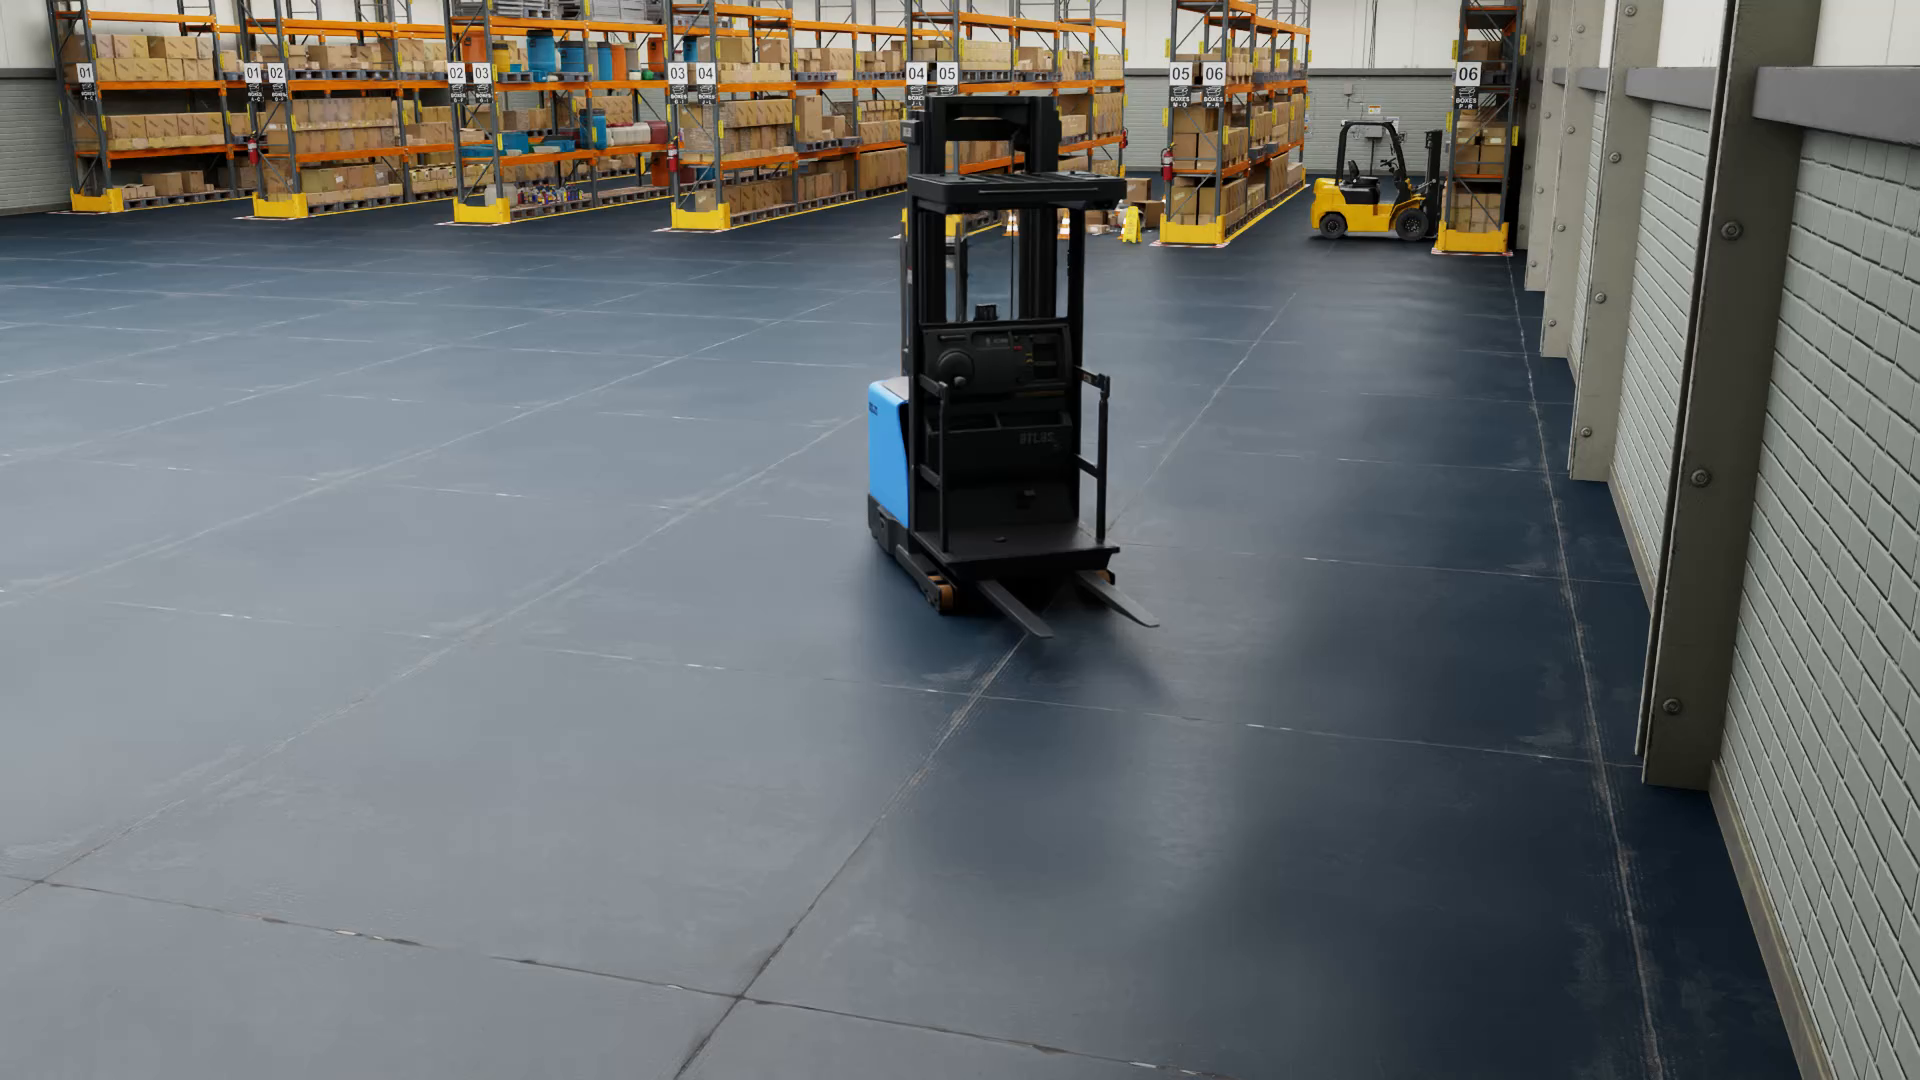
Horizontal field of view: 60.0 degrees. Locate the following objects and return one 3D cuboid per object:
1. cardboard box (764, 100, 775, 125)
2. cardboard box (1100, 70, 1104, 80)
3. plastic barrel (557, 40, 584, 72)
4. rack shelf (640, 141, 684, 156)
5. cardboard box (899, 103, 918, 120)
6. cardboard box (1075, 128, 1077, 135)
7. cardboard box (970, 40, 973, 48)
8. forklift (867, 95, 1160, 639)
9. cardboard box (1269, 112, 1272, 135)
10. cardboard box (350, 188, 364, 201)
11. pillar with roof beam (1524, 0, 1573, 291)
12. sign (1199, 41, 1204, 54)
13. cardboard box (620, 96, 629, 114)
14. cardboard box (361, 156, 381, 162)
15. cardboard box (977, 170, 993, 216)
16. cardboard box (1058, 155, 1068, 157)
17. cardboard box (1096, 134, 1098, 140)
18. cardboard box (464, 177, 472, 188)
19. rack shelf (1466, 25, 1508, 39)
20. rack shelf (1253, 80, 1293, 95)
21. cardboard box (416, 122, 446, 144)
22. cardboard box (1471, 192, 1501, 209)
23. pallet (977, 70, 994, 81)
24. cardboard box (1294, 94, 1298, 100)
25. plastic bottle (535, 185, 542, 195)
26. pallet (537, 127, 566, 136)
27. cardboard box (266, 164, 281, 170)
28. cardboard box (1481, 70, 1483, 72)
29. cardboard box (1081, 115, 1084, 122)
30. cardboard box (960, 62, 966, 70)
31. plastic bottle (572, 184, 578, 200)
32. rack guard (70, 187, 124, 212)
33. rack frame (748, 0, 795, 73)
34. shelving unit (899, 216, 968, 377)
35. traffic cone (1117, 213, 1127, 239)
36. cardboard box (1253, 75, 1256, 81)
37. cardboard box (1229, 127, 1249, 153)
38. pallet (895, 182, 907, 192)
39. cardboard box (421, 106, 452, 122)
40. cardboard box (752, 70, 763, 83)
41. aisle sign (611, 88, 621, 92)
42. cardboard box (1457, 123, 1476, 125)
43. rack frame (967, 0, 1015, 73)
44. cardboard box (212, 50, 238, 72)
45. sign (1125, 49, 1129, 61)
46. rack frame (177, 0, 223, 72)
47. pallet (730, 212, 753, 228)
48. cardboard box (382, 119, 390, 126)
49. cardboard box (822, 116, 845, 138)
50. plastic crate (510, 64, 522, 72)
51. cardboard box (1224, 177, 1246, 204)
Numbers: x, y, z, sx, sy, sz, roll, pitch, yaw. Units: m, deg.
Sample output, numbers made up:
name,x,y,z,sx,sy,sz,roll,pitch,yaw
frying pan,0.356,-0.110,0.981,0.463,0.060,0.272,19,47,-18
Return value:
name,x,y,z,sx,sy,sz,roll,pitch,yaw
cardboard box,-4.242,-9.026,35.092,0.500,0.500,0.500,5,16,16
cardboard box,3.424,-12.039,43.056,0.500,0.250,0.500,4,16,15
plastic barrel,-8.907,-10.972,38.100,0.600,0.901,0.708,5,16,16
rack shelf,-7.138,-10.362,43.682,1.077,0.370,4.000,5,16,16
cardboard box,-1.440,-11.384,44.324,0.500,0.500,0.500,5,16,16
cardboard box,2.692,-10.126,41.224,0.380,0.149,0.250,4,16,13
cardboard box,0.040,-9.447,31.690,0.380,0.149,0.250,4,16,15
forklift,0.297,-1.105,9.854,1.130,2.935,3.031,-5,17,-17
cardboard box,6.681,-9.285,37.069,0.500,0.500,0.500,4,16,14
cardboard box,-13.934,-7.871,37.853,0.500,0.250,0.500,5,16,16
pillar with roof beam,4.260,-8.318,24.163,9.100,9.000,0.400,5,16,16
sign,4.874,-9.909,33.601,0.100,0.325,0.005,5,16,16
cardboard box,-10.187,-12.922,49.374,0.500,0.500,0.500,5,17,17
cardboard box,-16.615,-10.532,46.133,0.750,0.750,0.750,5,16,16
cardboard box,0.134,-7.128,34.085,0.875,0.875,0.875,5,17,16
cardboard box,2.442,-9.623,42.198,0.500,0.250,0.500,4,16,13
cardboard box,3.410,-10.582,43.599,0.380,0.149,0.250,4,16,13
cardboard box,-12.659,-9.026,41.923,0.500,0.250,0.500,5,17,17
rack shelf,11.872,-11.519,37.501,1.077,0.370,4.000,5,16,16
rack shelf,7.112,-10.652,39.209,1.077,0.370,4.000,5,16,16
cardboard box,-13.065,-10.040,41.046,0.500,0.500,0.500,5,16,16
cardboard box,9.348,-6.026,29.516,0.500,0.250,0.500,4,16,15
pallet,0.041,-9.212,32.976,1.003,0.211,1.213,5,16,16
cardboard box,8.470,-11.379,42.747,0.380,0.149,0.250,5,16,16
plastic bottle,-9.524,-7.847,37.546,0.144,0.351,0.185,4,16,14
pallet,-11.650,-11.323,46.105,1.003,0.211,1.213,5,16,16
cardboard box,-17.866,-9.379,42.673,0.700,0.500,0.500,5,17,17
cardboard box,11.217,-10.172,36.473,0.500,0.250,0.500,4,16,14
cardboard box,2.903,-10.613,41.849,0.380,0.149,0.250,4,16,14
cardboard box,-0.100,-8.934,31.339,0.380,0.149,0.250,5,17,16
plastic bottle,-8.750,-7.885,37.678,0.144,0.351,0.185,4,16,14
rack guard,-19.457,-7.677,37.480,1.175,0.500,0.348,5,16,16
rack frame,-4.094,-11.640,35.877,1.000,3.000,0.127,5,16,16
shelving unit,-0.178,-1.190,11.678,0.431,2.100,0.503,1,16,5
traffic cone,3.156,-5.931,31.392,0.336,0.463,0.334,5,16,16
cardboard box,6.138,-10.124,35.838,0.797,0.503,0.637,5,16,16
cardboard box,5.519,-8.041,33.454,0.500,0.500,0.500,4,16,14
pallet,-1.968,-9.298,43.723,1.003,0.211,1.213,5,16,16
cardboard box,-15.686,-12.475,49.264,0.980,0.700,0.700,4,16,14
cardboard box,-4.418,-9.586,34.406,0.500,0.250,0.500,5,17,18
aisle sign,-10.443,-13.954,50.265,0.394,0.787,0.004,5,16,16
cardboard box,9.521,-7.772,31.317,0.380,0.149,0.250,4,16,15
rack frame,0.632,-11.229,34.428,1.000,3.000,0.127,5,16,16
cardboard box,-18.110,-11.736,40.760,0.500,0.500,0.500,7,17,24
sign,4.569,-13.303,45.615,0.100,0.325,0.005,5,16,16
rack frame,-18.342,-12.793,39.940,1.000,3.000,0.127,5,16,16
pallet,-4.945,-6.596,34.196,1.003,0.211,1.213,5,16,16
cardboard box,-13.535,-9.731,38.768,0.380,0.149,0.250,4,16,15
cardboard box,-3.136,-9.752,39.263,0.700,0.500,0.500,7,17,24
plastic crate,-9.727,-10.049,35.794,0.392,0.384,0.575,5,16,16
cardboard box,5.496,-7.050,33.583,0.500,0.500,0.500,4,16,15
